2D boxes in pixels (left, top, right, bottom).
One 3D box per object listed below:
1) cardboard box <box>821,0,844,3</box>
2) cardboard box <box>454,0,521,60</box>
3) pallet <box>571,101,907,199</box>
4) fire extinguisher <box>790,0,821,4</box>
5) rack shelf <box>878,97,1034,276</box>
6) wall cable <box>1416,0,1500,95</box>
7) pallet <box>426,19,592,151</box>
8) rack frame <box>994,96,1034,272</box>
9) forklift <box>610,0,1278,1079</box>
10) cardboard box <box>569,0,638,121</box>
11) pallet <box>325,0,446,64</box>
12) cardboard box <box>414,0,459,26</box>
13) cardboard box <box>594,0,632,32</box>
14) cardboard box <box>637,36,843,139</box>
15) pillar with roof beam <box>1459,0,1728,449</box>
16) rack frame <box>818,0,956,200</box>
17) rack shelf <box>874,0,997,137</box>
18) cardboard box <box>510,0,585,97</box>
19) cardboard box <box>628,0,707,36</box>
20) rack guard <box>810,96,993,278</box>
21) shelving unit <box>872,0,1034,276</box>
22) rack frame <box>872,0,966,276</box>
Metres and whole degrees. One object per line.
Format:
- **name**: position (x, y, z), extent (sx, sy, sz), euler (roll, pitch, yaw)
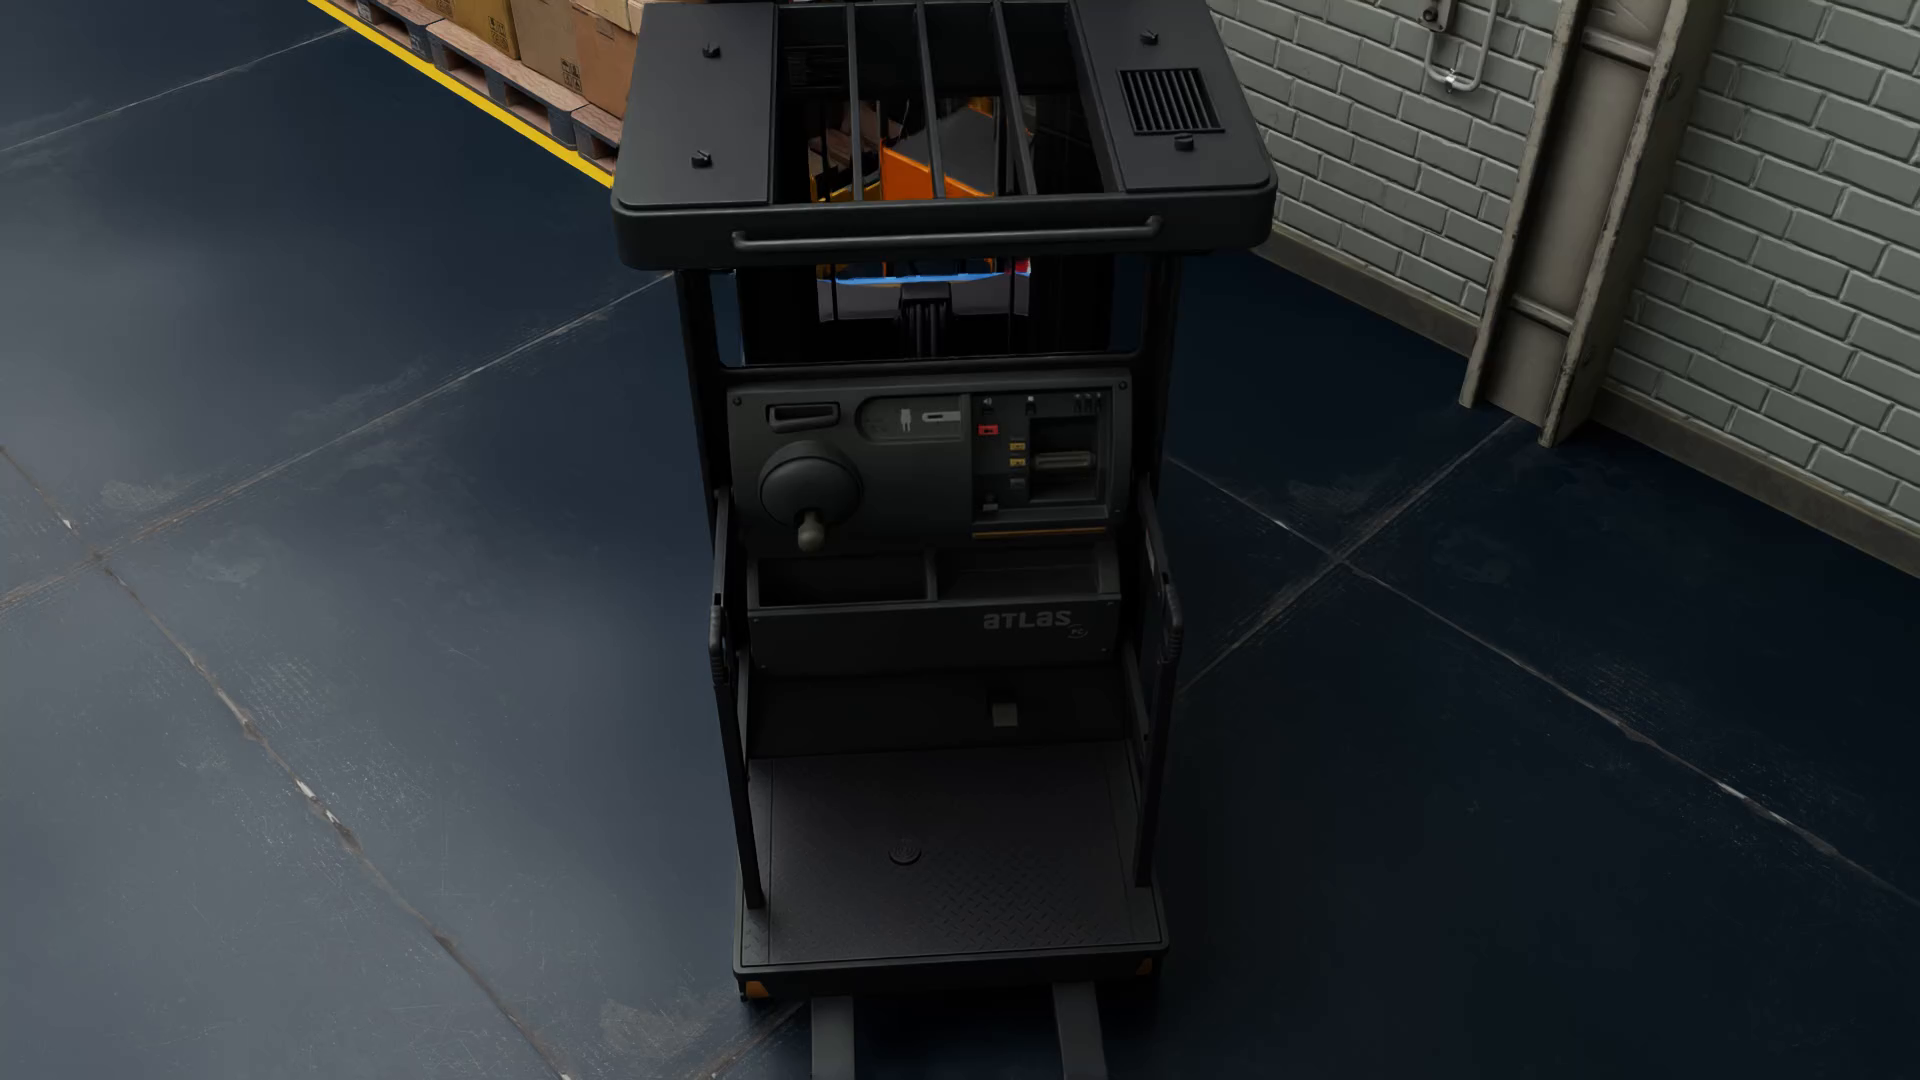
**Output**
- **cardboard box**: position (-0.716, -2.285, 7.067), extent (0.380, 0.149, 0.250), euler (-34, 52, -31)
- **cardboard box**: position (-2.036, -2.745, 8.043), extent (0.700, 0.500, 0.500), euler (-33, 52, -30)
- **pallet**: position (-1.000, -1.809, 7.552), extent (1.003, 0.211, 1.213), euler (-34, 53, -31)
- **fire extinguisher**: position (-0.600, -2.027, 6.065), extent (0.296, 0.674, 0.183), euler (-34, 53, -31)
- **rack shelf**: position (0.062, -1.060, 5.370), extent (0.480, 0.518, 0.431), euler (32, 51, 30)
- **wall cable**: position (1.194, -2.697, 5.710), extent (0.084, 1.984, 1.851), euler (-34, 53, -31)
- **pallet**: position (-1.858, -2.395, 8.186), extent (1.003, 0.211, 1.213), euler (-34, 53, -31)
- **rack frame**: position (0.242, -0.959, 5.240), extent (0.015, 2.100, 0.400), euler (32, 51, 30)
- **forklift**: position (-0.048, -0.098, 3.696), extent (1.130, 2.935, 3.031), euler (-3, 43, -3)
- **cardboard box**: position (-1.299, -2.251, 7.508), extent (0.500, 0.500, 0.700), euler (34, 53, 31)
- **pallet**: position (-2.723, -2.981, 8.821), extent (1.003, 0.211, 1.213), euler (-34, 53, -31)
- **cardboard box**: position (-2.397, -2.993, 8.311), extent (0.500, 0.500, 0.700), euler (34, 52, 31)
- **cardboard box**: position (-1.346, -2.346, 7.133), extent (0.380, 0.149, 0.250), euler (-33, 52, -30)
- **cardboard box**: position (-0.945, -2.011, 7.248), extent (0.700, 0.500, 0.500), euler (-34, 53, -31)
- **pillar with roof beam**: position (-0.909, -1.743, 1.006), extent (9.100, 9.000, 0.400), euler (-34, 53, -31)
- **rack frame**: position (-0.380, -2.486, 6.230), extent (1.000, 3.000, 0.127), euler (-34, 53, -31)
- **rack shelf**: position (0.062, -1.574, 4.895), extent (0.480, 0.518, 0.431), euler (32, 51, 30)
- **cardboard box**: position (-1.654, -2.493, 7.770), extent (0.500, 0.500, 0.700), euler (32, 52, 30)
- **cardboard box**: position (-1.165, -2.223, 7.000), extent (0.250, 0.149, 0.380), euler (34, 52, 31)
- **rack guard**: position (-0.363, -1.557, 7.066), extent (1.175, 0.500, 0.348), euler (-34, 53, -31)
- **shelving unit**: position (0.062, -1.070, 5.361), extent (0.503, 2.100, 0.431), euler (32, 51, 30)
- **rack frame**: position (-0.119, -1.182, 5.482), extent (0.015, 2.100, 0.400), euler (32, 51, 30)
